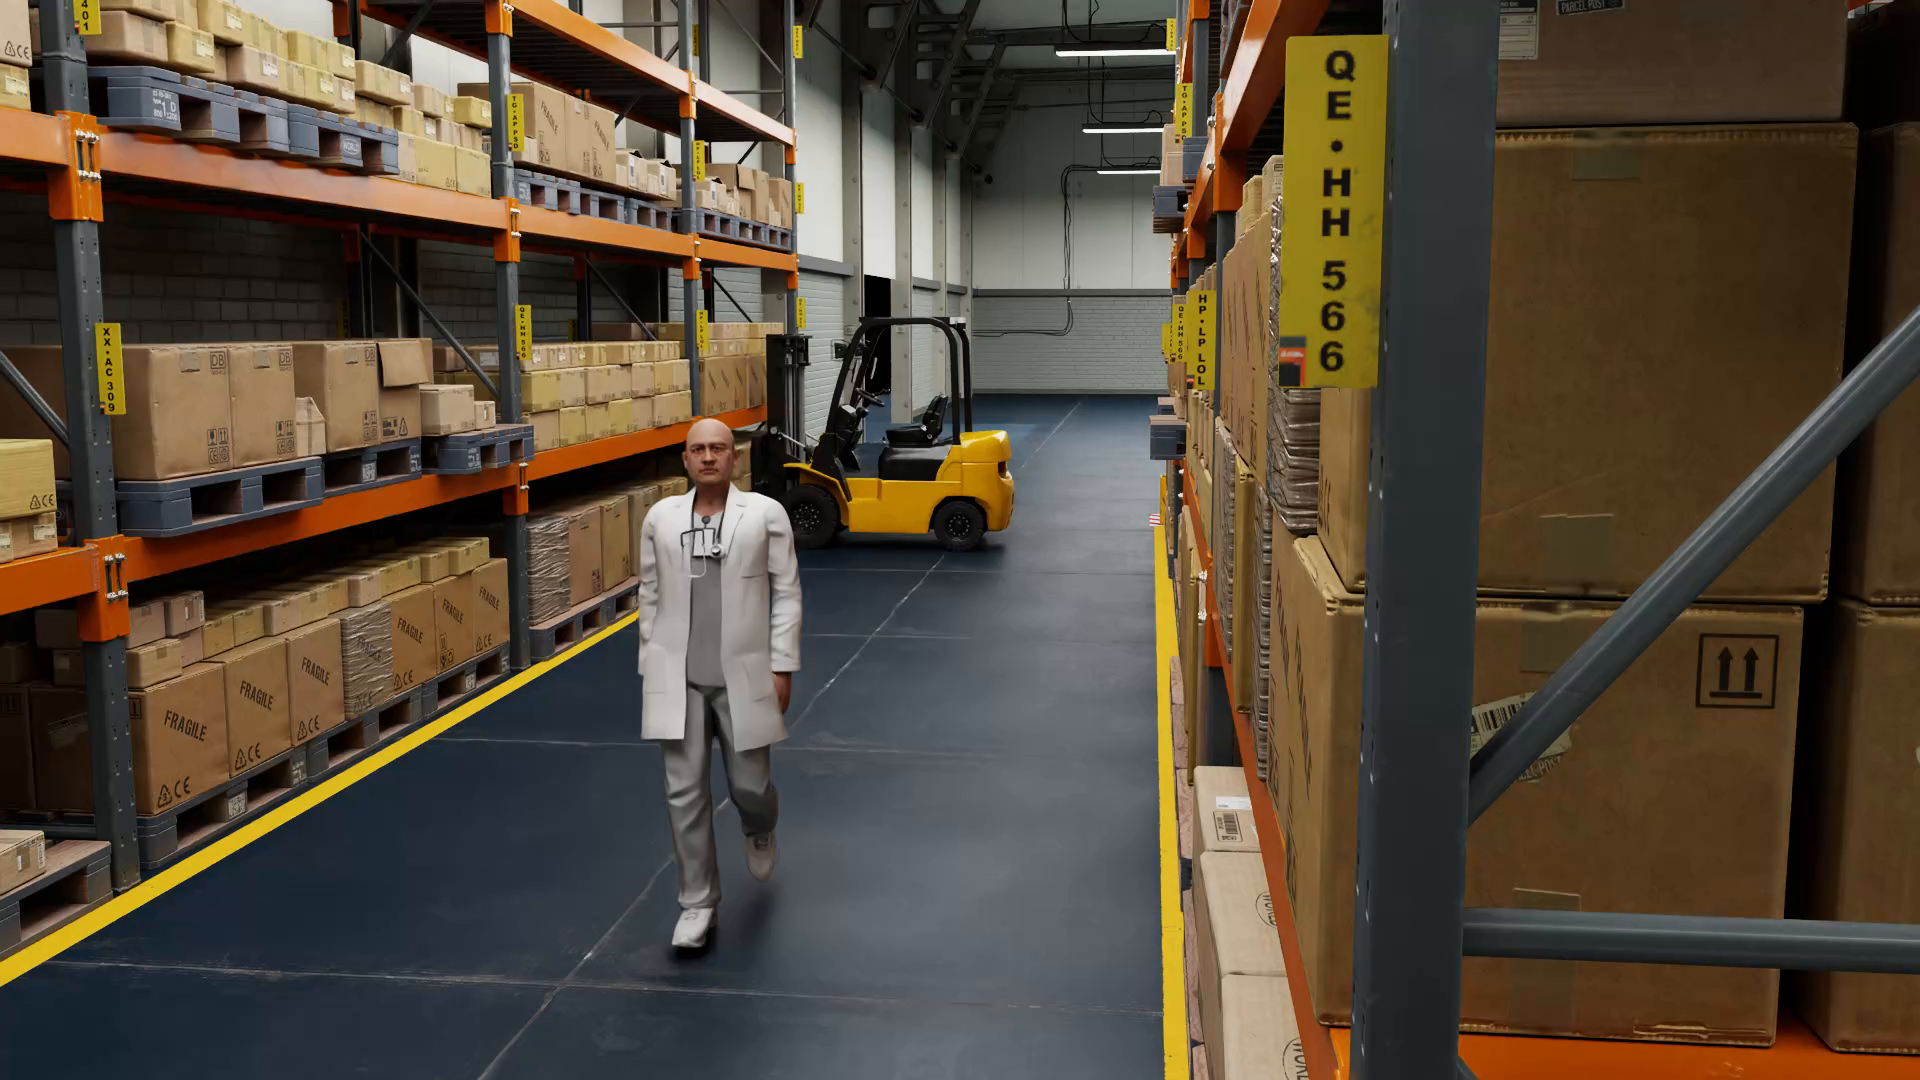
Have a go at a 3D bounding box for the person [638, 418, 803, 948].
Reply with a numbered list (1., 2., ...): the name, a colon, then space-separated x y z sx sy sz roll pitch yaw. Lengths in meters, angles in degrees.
1. person: -0.834 0.492 5.777 0.575 1.660 0.820 0 7 2
